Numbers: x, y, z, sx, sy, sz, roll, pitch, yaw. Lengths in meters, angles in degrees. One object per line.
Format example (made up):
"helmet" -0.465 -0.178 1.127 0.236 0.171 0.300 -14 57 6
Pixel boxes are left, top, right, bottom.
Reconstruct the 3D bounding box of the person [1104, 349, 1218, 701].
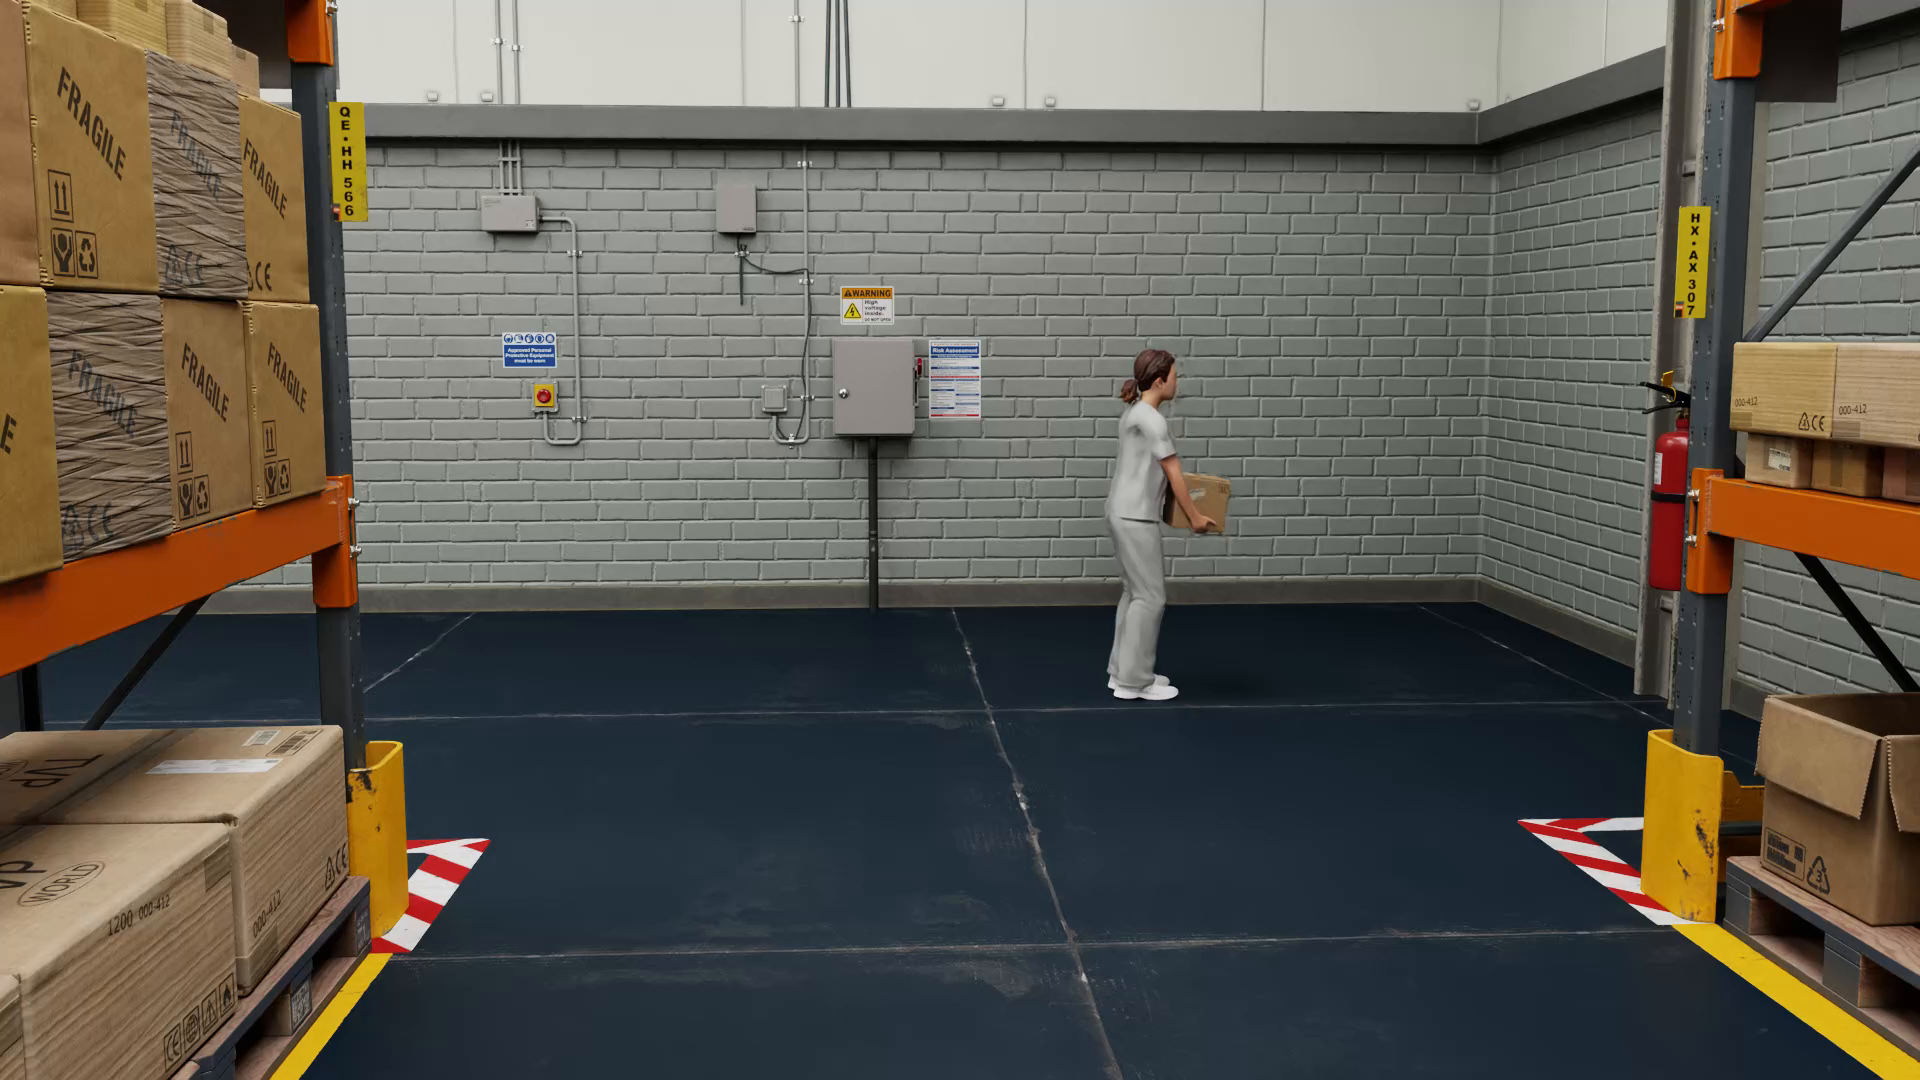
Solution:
"person" 0.951 -0.079 7.980 0.513 1.664 0.410 -1 7 -5
